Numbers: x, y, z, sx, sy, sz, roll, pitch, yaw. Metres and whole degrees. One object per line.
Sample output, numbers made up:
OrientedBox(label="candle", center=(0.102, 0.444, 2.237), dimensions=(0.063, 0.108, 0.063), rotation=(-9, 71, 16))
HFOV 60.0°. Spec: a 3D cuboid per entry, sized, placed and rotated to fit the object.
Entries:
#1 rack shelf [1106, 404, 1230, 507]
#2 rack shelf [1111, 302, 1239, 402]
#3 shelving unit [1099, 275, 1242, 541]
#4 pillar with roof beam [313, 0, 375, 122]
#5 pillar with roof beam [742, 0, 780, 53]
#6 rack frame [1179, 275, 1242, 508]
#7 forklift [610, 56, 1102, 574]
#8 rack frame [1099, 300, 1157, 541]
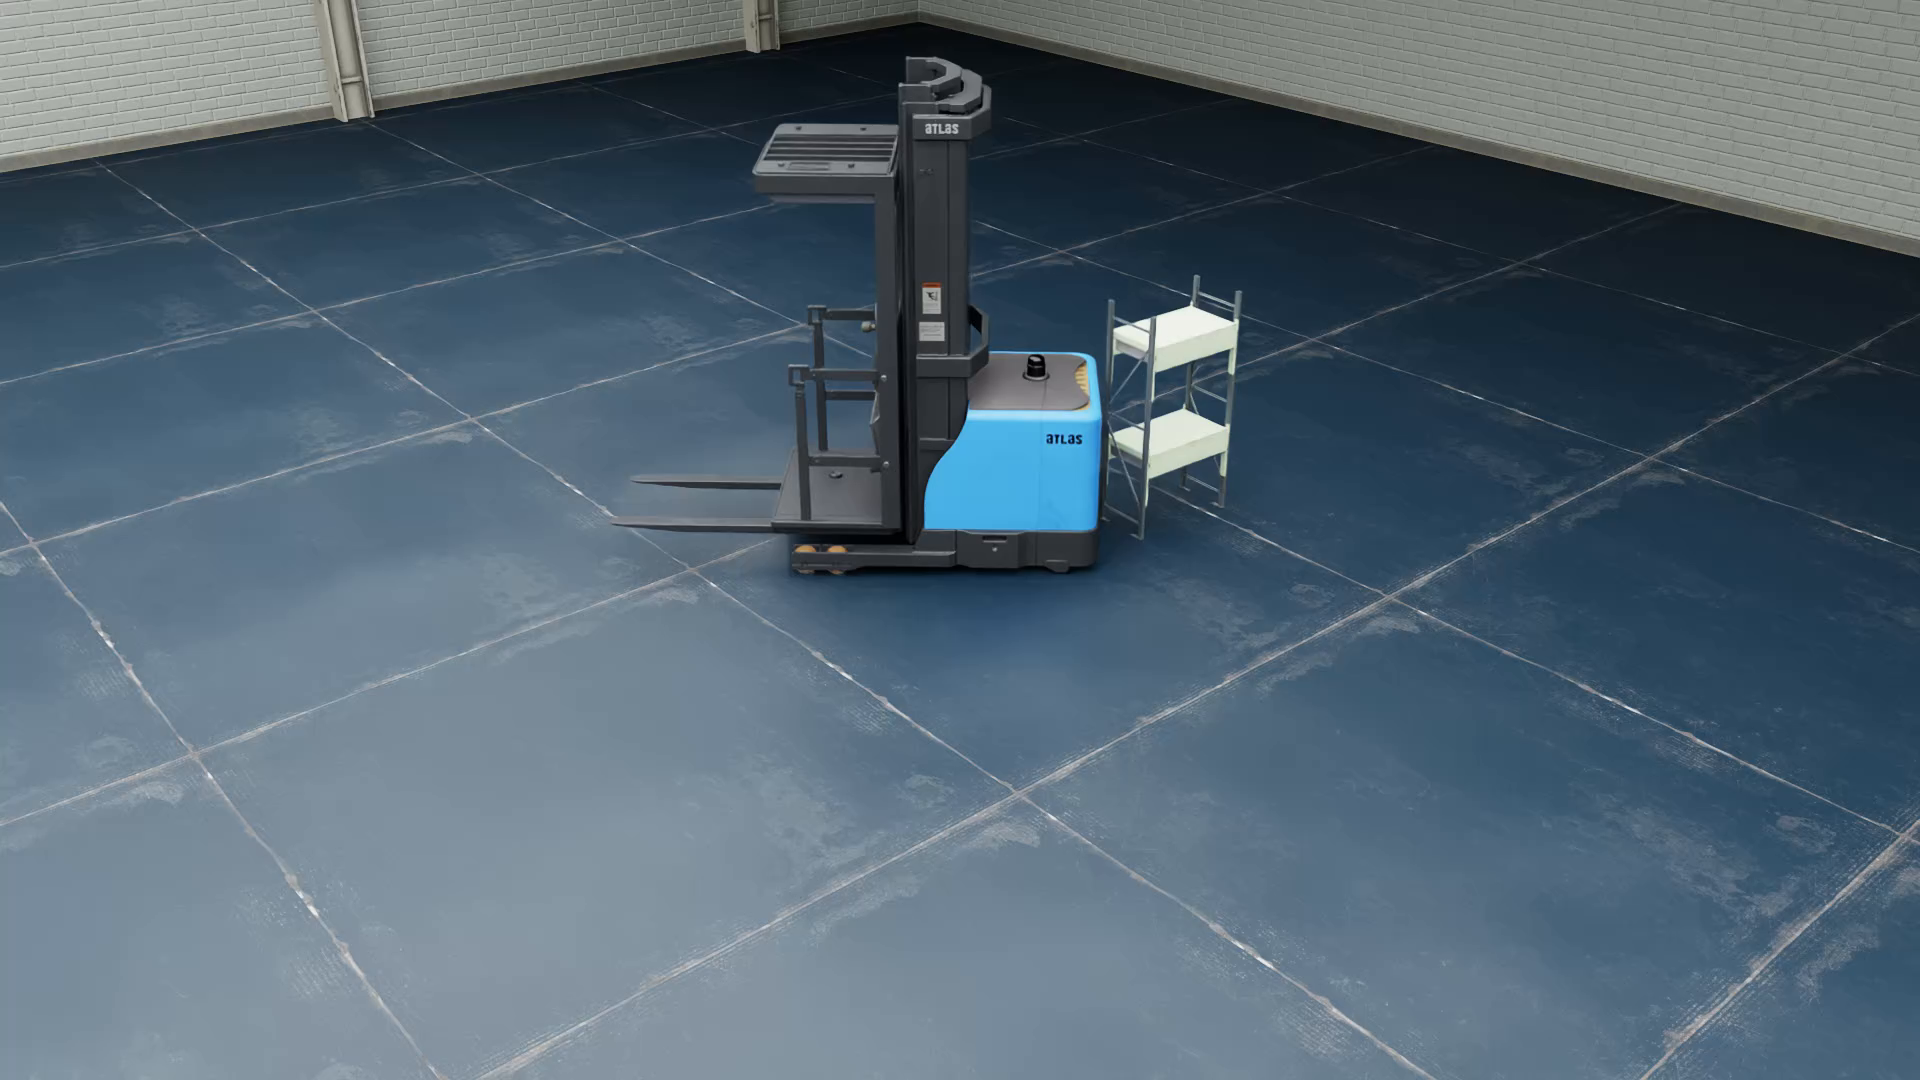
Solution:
OrientedBox(label="rack shelf", center=(1.329, -0.553, 10.744), dimensions=(0.720, 0.370, 0.431), rotation=(-20, 34, -33))
OrientedBox(label="rack shelf", center=(1.329, -1.185, 10.406), dimensions=(0.720, 0.370, 0.431), rotation=(-20, 34, -33))
OrientedBox(label="shelving unit", center=(1.329, -0.841, 10.590), dimensions=(0.755, 1.500, 0.431), rotation=(-20, 34, -33))
OrientedBox(label="pillar with roof beam", center=(-4.580, -7.577, 15.239), dimensions=(0.400, 9.000, 9.100), rotation=(-22, 35, -35))
OrientedBox(label="pillar with roof beam", center=(-0.015, -9.412, 18.673), dimensions=(0.400, 9.000, 9.100), rotation=(-22, 35, -35))
OrientedBox(label="rack frame", center=(1.617, -0.947, 10.789), dimensions=(0.023, 1.500, 0.400), rotation=(-20, 34, -33))
OrientedBox(label="forklift", center=(-0.652, -1.334, 9.995), dimensions=(3.031, 2.935, 1.130), rotation=(1, 28, 2))
OrientedBox(label="rack frame", center=(1.040, -0.734, 10.391), dimensions=(0.023, 1.500, 0.400), rotation=(-20, 34, -33))
